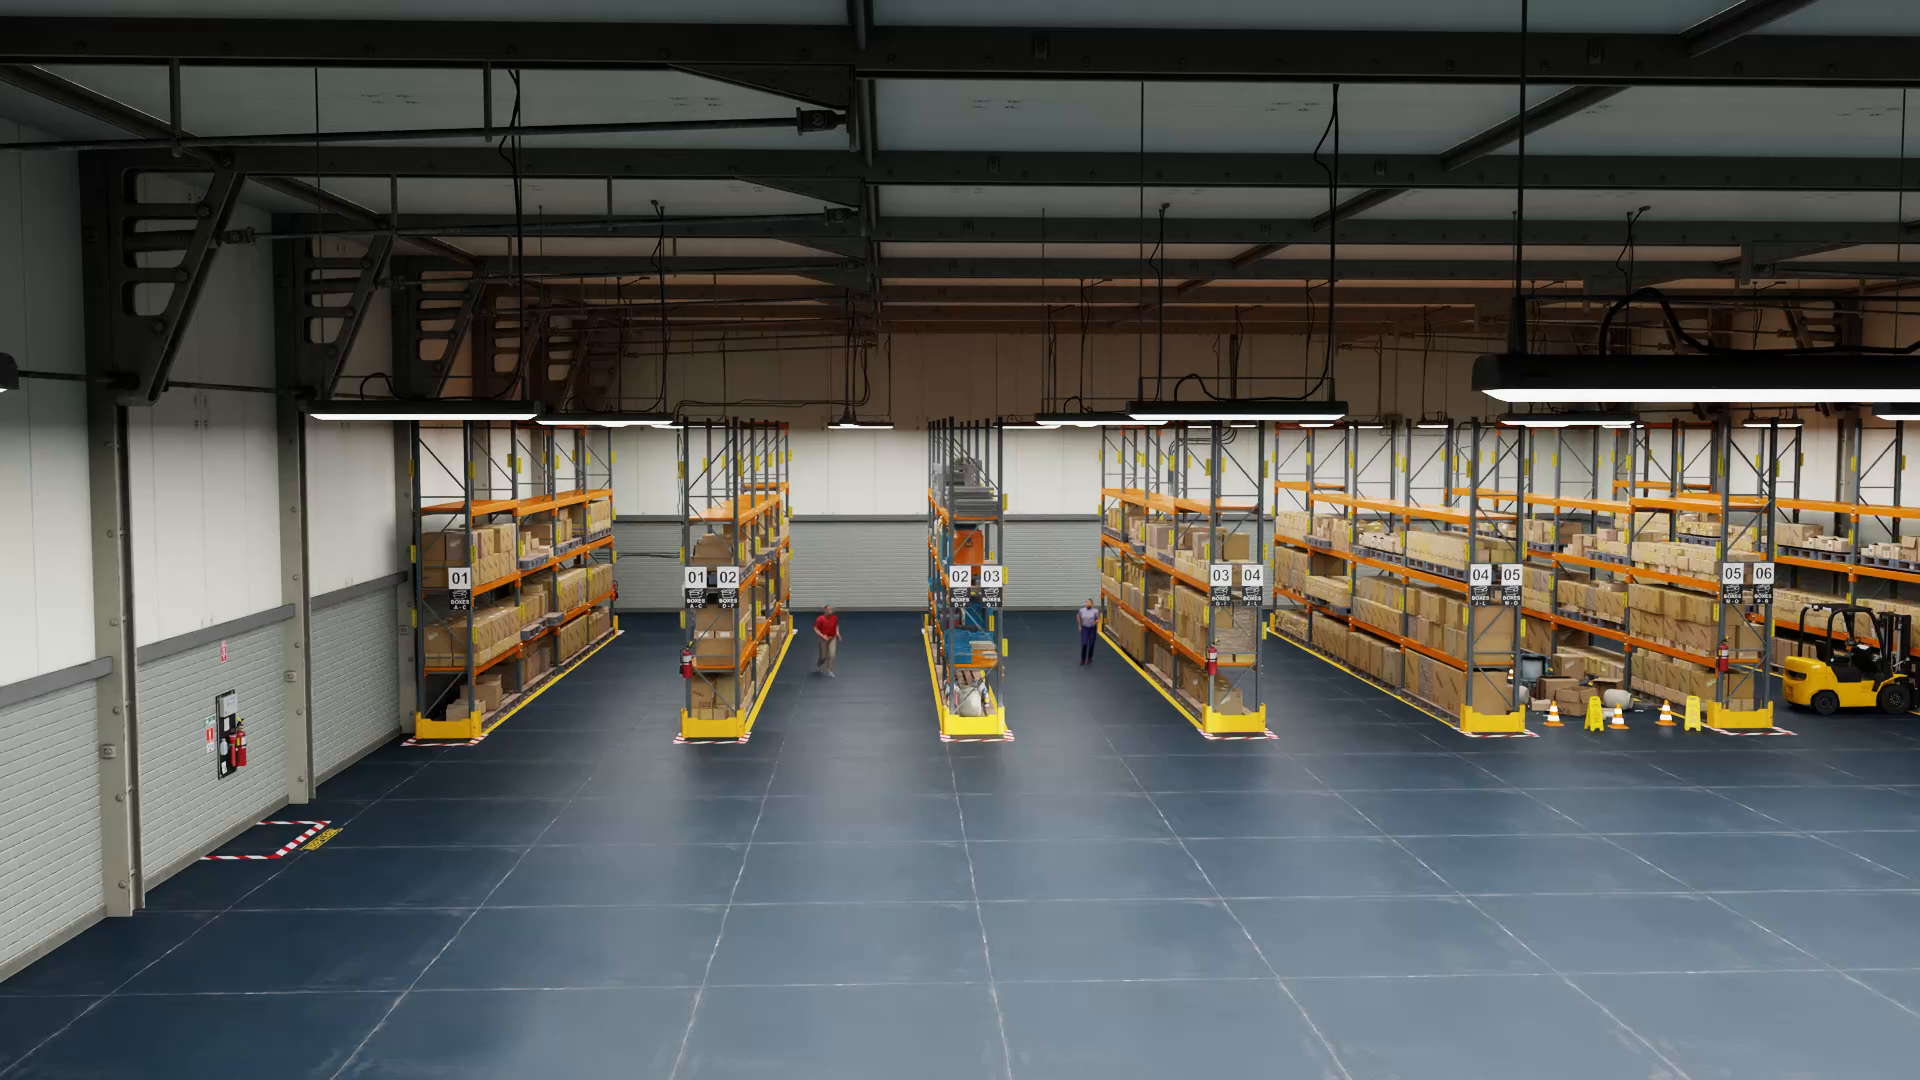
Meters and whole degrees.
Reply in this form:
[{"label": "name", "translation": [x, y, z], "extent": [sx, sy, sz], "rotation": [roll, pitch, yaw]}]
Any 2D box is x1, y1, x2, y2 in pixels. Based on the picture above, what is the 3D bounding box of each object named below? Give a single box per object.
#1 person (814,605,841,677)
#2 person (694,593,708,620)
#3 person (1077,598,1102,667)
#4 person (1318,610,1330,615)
[{"label": "person", "translation": [-3.141, 2.357, 38.950], "extent": [0.662, 1.673, 0.778], "rotation": [-2, 4, -24]}, {"label": "person", "translation": [-7.320, 1.719, 48.281], "extent": [0.873, 1.673, 0.606], "rotation": [0, 4, 0]}, {"label": "person", "translation": [3.174, 2.262, 40.688], "extent": [0.581, 1.682, 0.726], "rotation": [0, 4, -1]}, {"label": "person", "translation": [10.672, 1.777, 48.421], "extent": [0.651, 1.600, 0.511], "rotation": [-3, 5, -39]}]
